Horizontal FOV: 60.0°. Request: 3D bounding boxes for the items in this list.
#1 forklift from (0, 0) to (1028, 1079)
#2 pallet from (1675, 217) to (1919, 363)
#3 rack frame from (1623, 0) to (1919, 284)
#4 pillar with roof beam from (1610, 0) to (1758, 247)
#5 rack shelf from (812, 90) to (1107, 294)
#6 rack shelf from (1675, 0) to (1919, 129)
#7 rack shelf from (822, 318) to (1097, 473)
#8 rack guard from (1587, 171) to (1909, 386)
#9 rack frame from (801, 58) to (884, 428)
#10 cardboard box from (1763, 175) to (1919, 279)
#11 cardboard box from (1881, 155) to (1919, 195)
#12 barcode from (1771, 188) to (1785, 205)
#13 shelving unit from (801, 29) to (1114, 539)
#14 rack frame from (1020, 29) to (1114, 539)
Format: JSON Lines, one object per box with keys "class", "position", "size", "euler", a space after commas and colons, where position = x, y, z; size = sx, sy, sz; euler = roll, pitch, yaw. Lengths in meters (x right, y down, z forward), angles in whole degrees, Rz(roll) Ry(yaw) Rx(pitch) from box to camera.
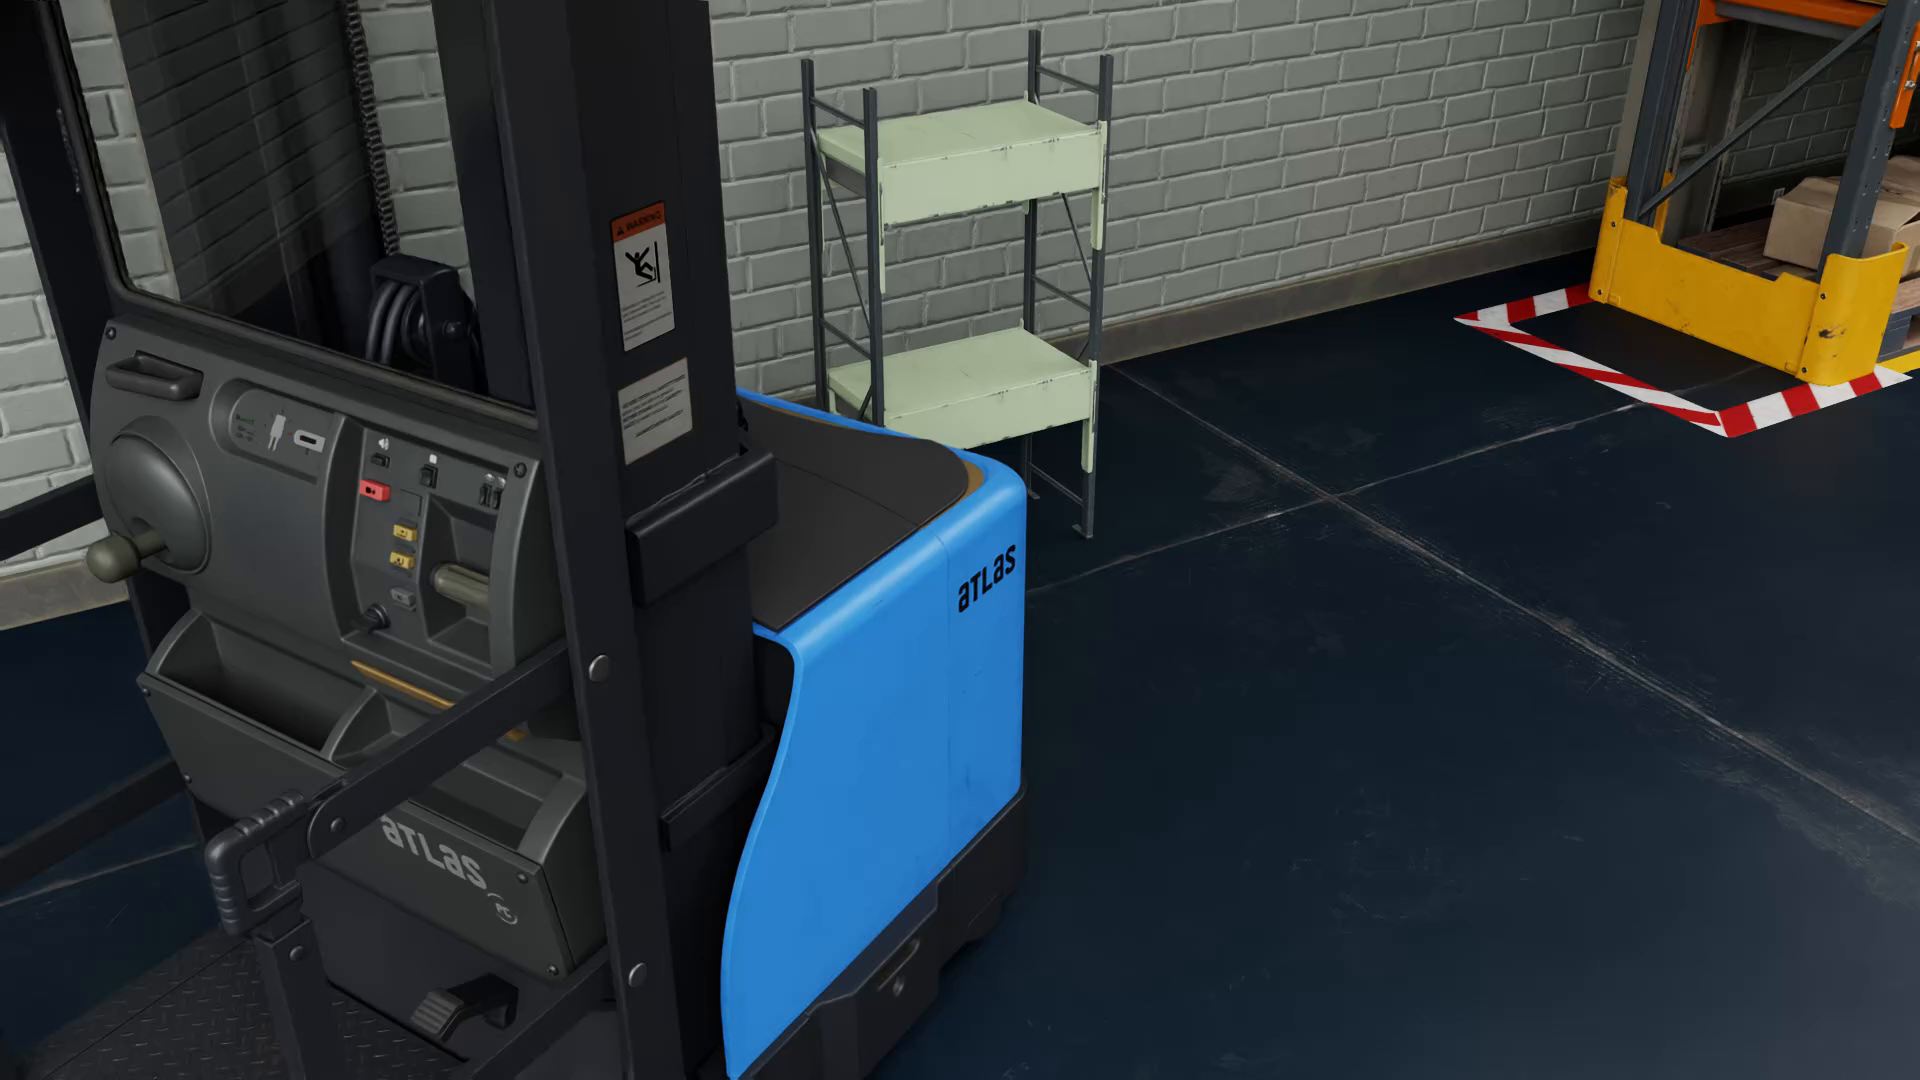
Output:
{"class": "forklift", "position": [-1.068, -0.016, 2.245], "size": [1.130, 2.935, 3.031], "euler": [17, 33, 28]}
{"class": "pallet", "position": [3.839, -1.134, 7.086], "size": [1.213, 0.211, 1.003], "euler": [-16, 33, -26]}
{"class": "rack frame", "position": [3.055, -2.152, 6.045], "size": [0.127, 3.000, 1.000], "euler": [-16, 33, -26]}
{"class": "pillar with roof beam", "position": [5.401, -3.517, 2.309], "size": [0.400, 9.000, 9.100], "euler": [-16, 33, -26]}
{"class": "rack shelf", "position": [-0.006, -0.997, 4.696], "size": [0.720, 0.370, 0.431], "euler": [-16, 33, -26]}
{"class": "rack shelf", "position": [4.780, -2.327, 7.106], "size": [4.000, 0.370, 1.077], "euler": [-16, 33, -26]}
{"class": "rack shelf", "position": [-0.006, -0.370, 5.042], "size": [0.720, 0.370, 0.431], "euler": [-16, 33, -26]}
{"class": "rack guard", "position": [3.121, -1.076, 6.683], "size": [0.348, 0.500, 1.175], "euler": [-16, 33, -26]}
{"class": "rack frame", "position": [-0.321, -0.565, 4.722], "size": [0.023, 1.500, 0.400], "euler": [-16, 33, -26]}
{"class": "cardboard box", "position": [3.697, -1.299, 6.827], "size": [0.500, 0.311, 0.500], "euler": [-20, 35, -32]}
{"class": "cardboard box", "position": [4.189, -1.439, 7.080], "size": [0.500, 0.311, 0.500], "euler": [-13, 31, -22]}
{"class": "barcode", "position": [3.510, -1.474, 7.135], "size": [0.075, 0.075, 0.001], "euler": [-16, 33, -26]}
{"class": "shelving unit", "position": [-0.006, -0.655, 4.885], "size": [0.755, 1.500, 0.431], "euler": [-16, 33, -26]}
{"class": "rack frame", "position": [0.310, -0.745, 5.047], "size": [0.023, 1.500, 0.400], "euler": [-16, 33, -26]}
